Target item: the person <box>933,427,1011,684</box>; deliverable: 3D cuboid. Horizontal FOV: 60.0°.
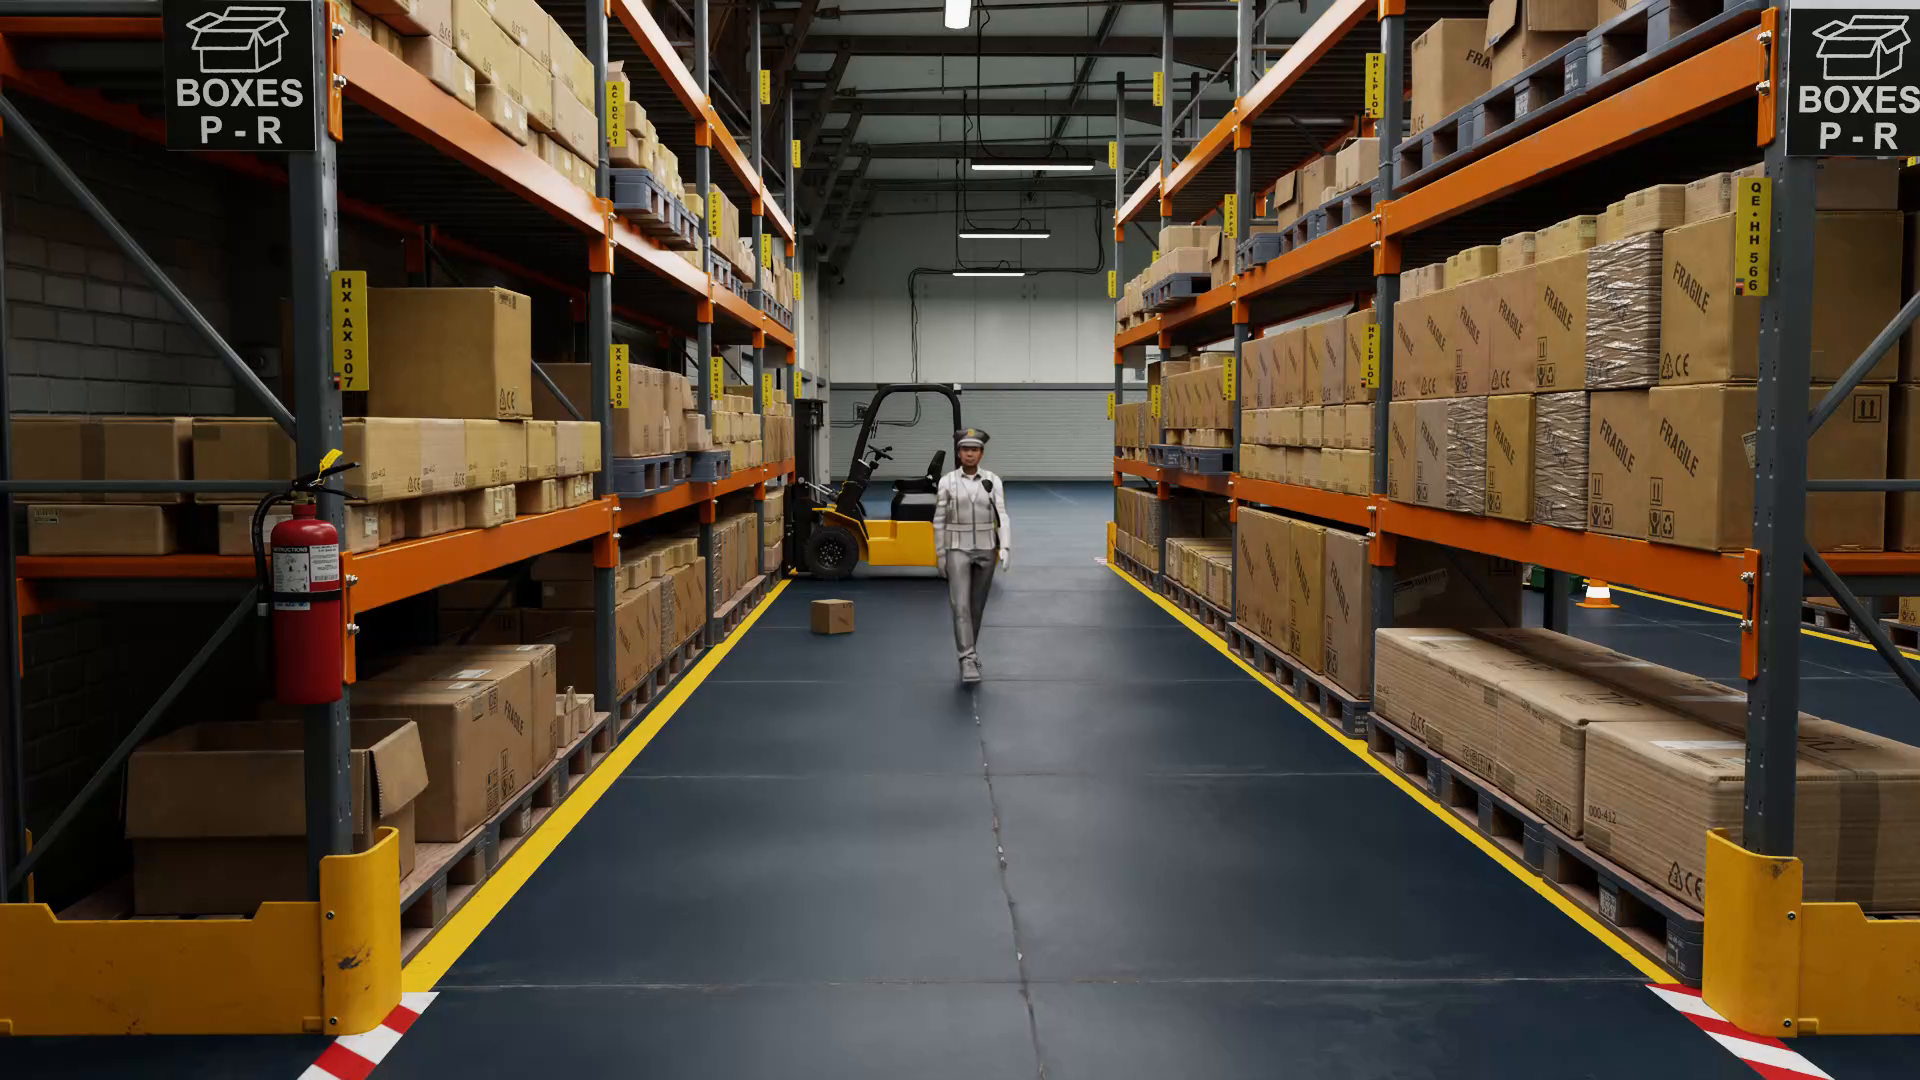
[{"bbox_3d":[0.098,0.075,10.944,0.494,1.631,0.980,-1,4,-11],"label":"person"}]
